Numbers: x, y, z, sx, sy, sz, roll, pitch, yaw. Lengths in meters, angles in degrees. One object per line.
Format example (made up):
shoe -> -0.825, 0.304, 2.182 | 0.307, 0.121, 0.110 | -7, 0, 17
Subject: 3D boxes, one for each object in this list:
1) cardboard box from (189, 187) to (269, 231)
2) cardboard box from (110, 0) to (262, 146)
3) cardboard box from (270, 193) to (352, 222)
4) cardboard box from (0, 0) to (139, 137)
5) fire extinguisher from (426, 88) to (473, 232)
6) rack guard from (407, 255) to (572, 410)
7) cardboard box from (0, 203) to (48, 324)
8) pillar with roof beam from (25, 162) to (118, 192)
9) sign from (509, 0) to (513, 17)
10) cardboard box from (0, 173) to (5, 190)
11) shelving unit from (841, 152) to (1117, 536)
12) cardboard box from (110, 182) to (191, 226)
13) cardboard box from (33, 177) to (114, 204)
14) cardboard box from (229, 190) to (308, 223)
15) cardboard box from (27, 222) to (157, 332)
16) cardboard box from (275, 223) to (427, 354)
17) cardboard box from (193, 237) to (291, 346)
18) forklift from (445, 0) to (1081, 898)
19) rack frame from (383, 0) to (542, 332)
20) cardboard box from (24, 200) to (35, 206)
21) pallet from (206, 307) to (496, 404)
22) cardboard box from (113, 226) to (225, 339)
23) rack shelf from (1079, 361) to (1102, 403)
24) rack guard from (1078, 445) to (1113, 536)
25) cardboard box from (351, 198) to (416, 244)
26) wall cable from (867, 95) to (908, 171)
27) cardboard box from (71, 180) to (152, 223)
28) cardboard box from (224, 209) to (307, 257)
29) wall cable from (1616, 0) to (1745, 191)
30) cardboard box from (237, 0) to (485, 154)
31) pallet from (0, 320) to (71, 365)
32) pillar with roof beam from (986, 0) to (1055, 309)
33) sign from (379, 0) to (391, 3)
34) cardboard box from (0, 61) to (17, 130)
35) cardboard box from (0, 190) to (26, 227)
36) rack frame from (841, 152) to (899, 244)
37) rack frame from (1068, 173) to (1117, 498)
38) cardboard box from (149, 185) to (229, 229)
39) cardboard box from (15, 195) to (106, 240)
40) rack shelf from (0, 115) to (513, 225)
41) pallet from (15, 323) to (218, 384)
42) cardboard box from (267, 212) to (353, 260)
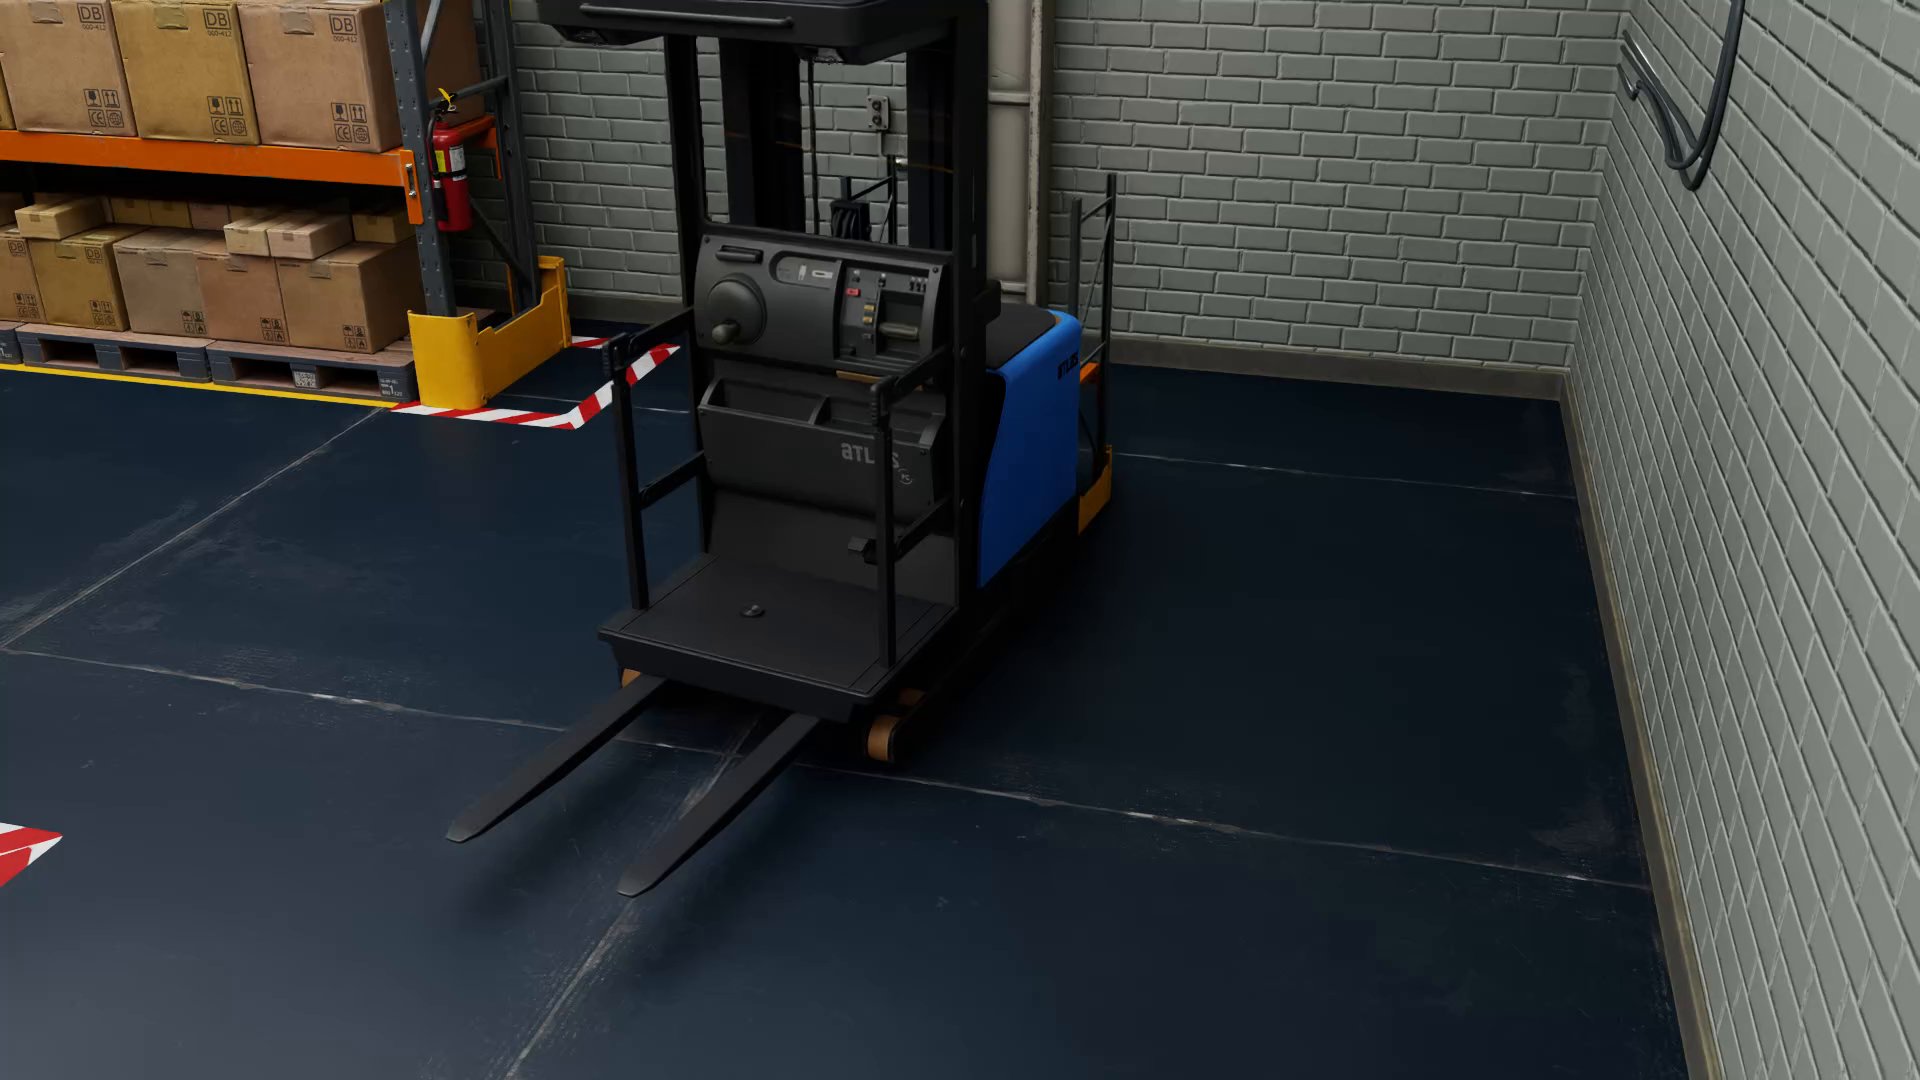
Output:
cardboard box -> -4.080, -1.853, 9.317 | 0.250, 0.149, 0.380 | 7, 26, 14
cardboard box -> -3.773, -2.547, 8.761 | 0.700, 0.700, 0.980 | 6, 26, 13
cardboard box -> -3.592, -1.799, 9.203 | 0.250, 0.149, 0.380 | 6, 26, 13
cardboard box -> -4.509, -2.632, 8.941 | 0.700, 0.700, 0.980 | 5, 26, 10
fire extinguisher -> -2.538, -1.876, 8.225 | 0.183, 0.674, 0.296 | 6, 26, 13
rack guard -> -2.546, -1.157, 9.098 | 0.348, 0.500, 1.175 | 6, 26, 13
cardboard box -> -5.258, -1.599, 9.539 | 0.500, 0.500, 0.700 | 6, 26, 12
pillar with roof beam -> -6.622, -3.918, 5.010 | 0.400, 9.000, 9.100 | 6, 26, 13
sign -> -2.425, -2.945, 8.847 | 0.005, 0.325, 0.100 | 6, 26, 13
cardboard box -> -5.835, -2.045, 9.721 | 0.250, 0.149, 0.380 | 6, 26, 13
shelving unit -> 0.090, -0.852, 7.296 | 1.083, 1.500, 0.587 | 10, 27, 20
cardboard box -> -4.574, -1.907, 9.431 | 0.250, 0.149, 0.380 | 6, 26, 12
cardboard box -> -5.069, -1.962, 9.546 | 0.250, 0.149, 0.380 | 5, 26, 11
cardboard box -> -3.834, -1.826, 9.260 | 0.250, 0.149, 0.380 | 7, 26, 13
cardboard box -> -4.762, -1.543, 9.421 | 0.500, 0.500, 0.700 | 7, 26, 14
cardboard box -> -3.272, -1.382, 9.083 | 0.500, 0.500, 0.700 | 6, 26, 13
cardboard box -> -3.756, -1.436, 9.195 | 0.500, 0.500, 0.700 | 6, 26, 13
forklift -> -0.578, -0.776, 5.471 | 1.130, 2.935, 3.031 | 11, 28, 22
rack frame -> -2.569, -2.288, 8.566 | 0.127, 3.000, 1.000 | 6, 26, 13
cardboard box -> -5.744, -1.654, 9.655 | 0.500, 0.500, 0.700 | 7, 26, 14
pallet -> -3.363, -1.082, 9.277 | 1.213, 0.211, 1.003 | 6, 26, 13
cardboard box -> -4.244, -1.489, 9.308 | 0.500, 0.500, 0.700 | 5, 26, 11
rack shelf -> 0.081, -0.691, 7.376 | 1.000, 0.185, 0.538 | 10, 27, 20
rack guard -> 0.549, -0.205, 7.391 | 0.087, 0.250, 0.587 | 10, 27, 20
cardboard box -> -3.101, -1.745, 9.090 | 0.250, 0.149, 0.380 | 6, 26, 13
wall cable -> -1.093, -3.003, 8.887 | 1.851, 1.984, 0.084 | 6, 26, 13
cardboard box -> -4.824, -1.934, 9.488 | 0.250, 0.149, 0.380 | 7, 26, 14
cardboard box -> -3.689, -1.640, 8.870 | 0.250, 0.149, 0.380 | 7, 26, 14
wall cable -> 2.820, -2.840, 6.359 | 0.112, 2.526, 3.097 | 6, 26, 13
cardboard box -> -3.065, -2.474, 8.607 | 0.700, 0.700, 0.980 | 8, 26, 15
pallet -> -5.726, -1.343, 9.825 | 1.213, 0.211, 1.003 | 6, 26, 13
pillar with roof beam -> -0.811, -3.275, 3.661 | 0.400, 9.000, 9.100 | 6, 26, 13
sign -> -2.717, -2.693, 7.795 | 0.005, 0.325, 0.100 | 6, 26, 13
cardboard box -> -5.216, -2.706, 9.096 | 0.700, 0.700, 0.980 | 6, 26, 12
cardboard box -> -5.458, -1.835, 9.279 | 0.250, 0.149, 0.380 | 7, 26, 15
rack frame -> -0.388, -0.938, 7.476 | 0.032, 1.500, 0.500 | 10, 27, 20
rack frame -> 0.550, -0.769, 7.121 | 0.032, 1.500, 0.500 | 10, 27, 20
cardboard box -> -4.329, -1.880, 9.374 | 0.250, 0.149, 0.380 | 7, 26, 14
cardboard box -> -4.952, -1.779, 9.161 | 0.250, 0.149, 0.380 | 6, 26, 12
rack shelf -> -4.506, -2.177, 9.170 | 4.000, 0.370, 1.077 | 6, 26, 13
pallet -> -4.541, -1.213, 9.553 | 1.213, 0.211, 1.003 | 6, 26, 13
cardboard box -> -3.441, -1.613, 8.813 | 0.250, 0.149, 0.380 | 6, 26, 12
